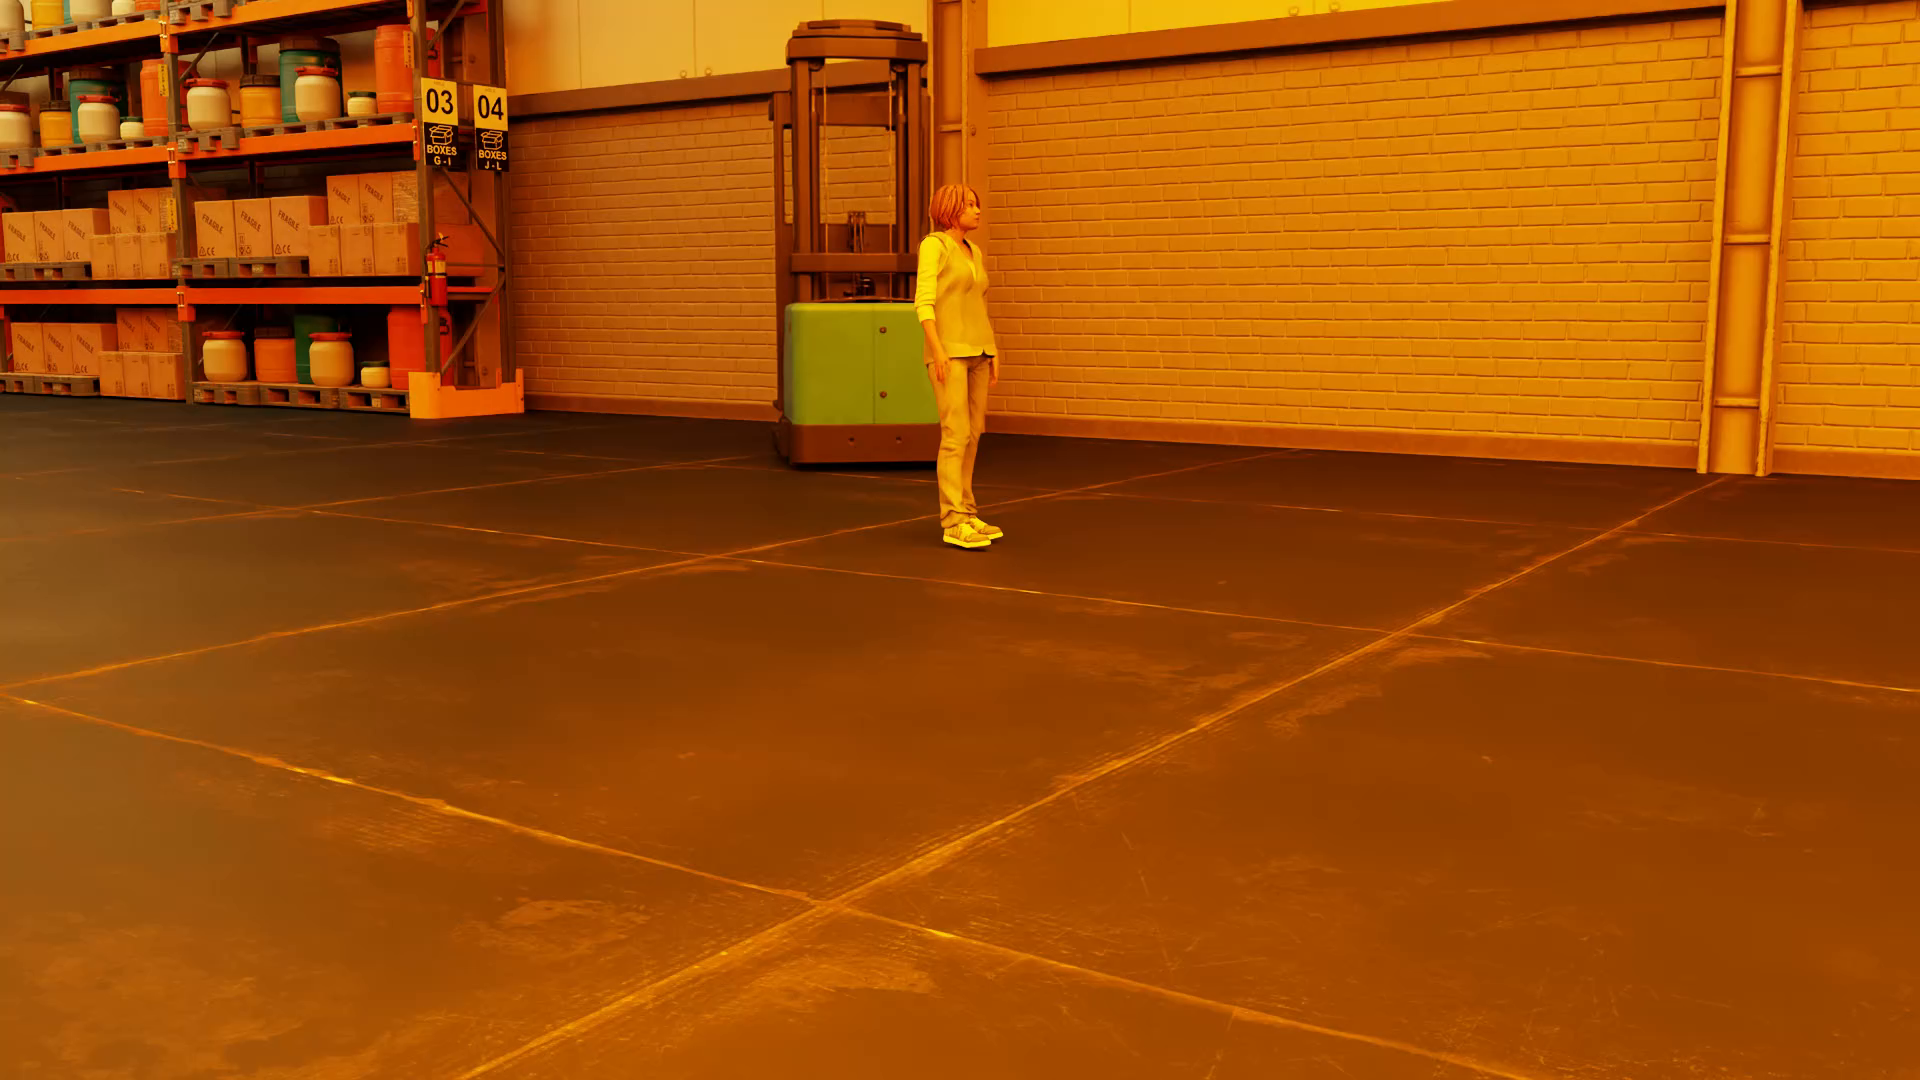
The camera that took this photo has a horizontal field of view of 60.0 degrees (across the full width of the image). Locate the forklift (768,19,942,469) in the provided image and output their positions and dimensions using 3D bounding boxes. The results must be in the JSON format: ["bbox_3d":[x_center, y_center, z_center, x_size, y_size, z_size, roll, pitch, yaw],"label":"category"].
[{"bbox_3d":[-0.785,-2.086,11.864,1.130,2.935,3.031,-1,8,-9],"label":"forklift"}]

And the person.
[{"bbox_3d":[0.054,-0.791,7.437,0.473,1.599,0.520,5,10,34],"label":"person"}]
